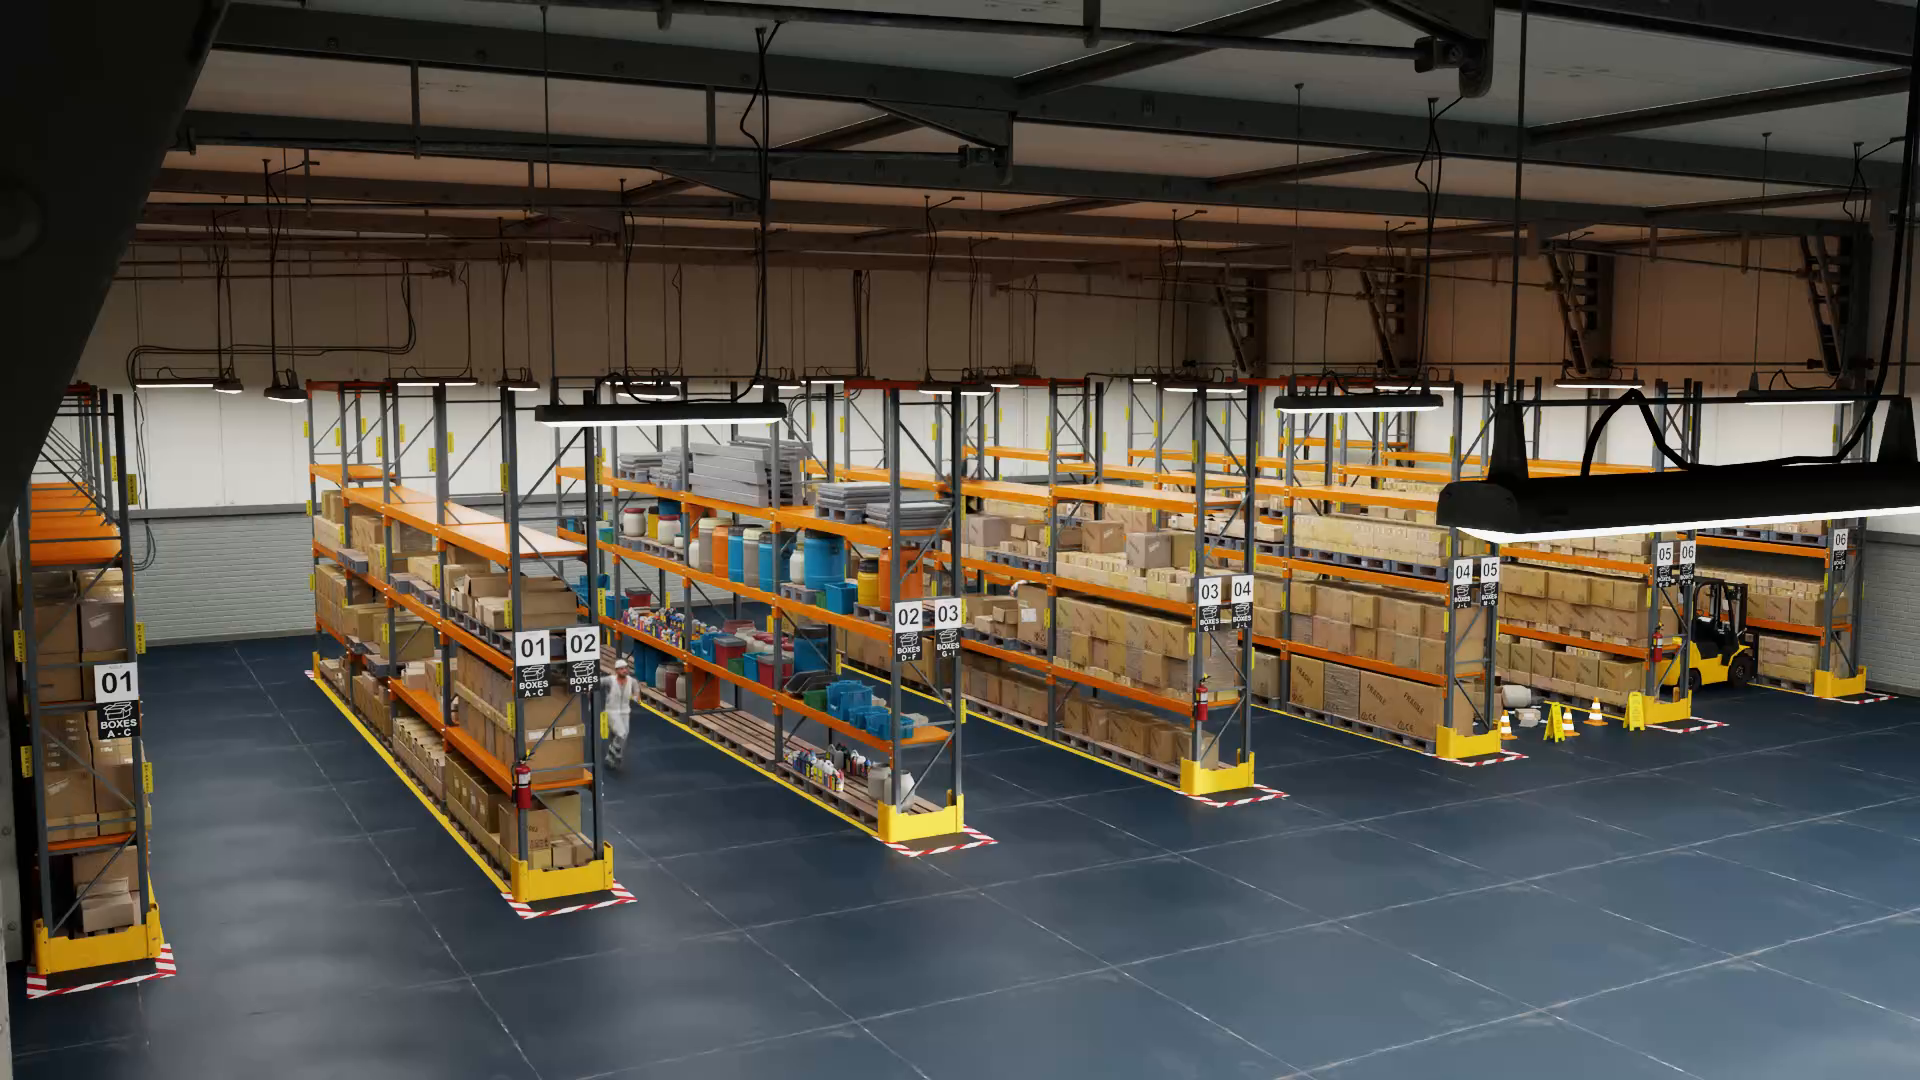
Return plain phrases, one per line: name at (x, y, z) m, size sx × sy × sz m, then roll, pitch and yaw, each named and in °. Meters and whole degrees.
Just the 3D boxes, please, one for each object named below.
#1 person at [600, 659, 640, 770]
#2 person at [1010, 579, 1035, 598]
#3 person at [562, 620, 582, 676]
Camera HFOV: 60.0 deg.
person at (-5.294, 2.700, 25.755) m, size 0.700 × 1.729 × 0.795 m, roll -4°, pitch 8°, yaw -36°
person at (1.461, 1.464, 35.050) m, size 0.653 × 1.792 × 0.855 m, roll -4°, pitch 7°, yaw -30°
person at (-7.495, 2.113, 32.131) m, size 0.550 × 1.610 × 0.544 m, roll -4°, pitch 7°, yaw -35°
